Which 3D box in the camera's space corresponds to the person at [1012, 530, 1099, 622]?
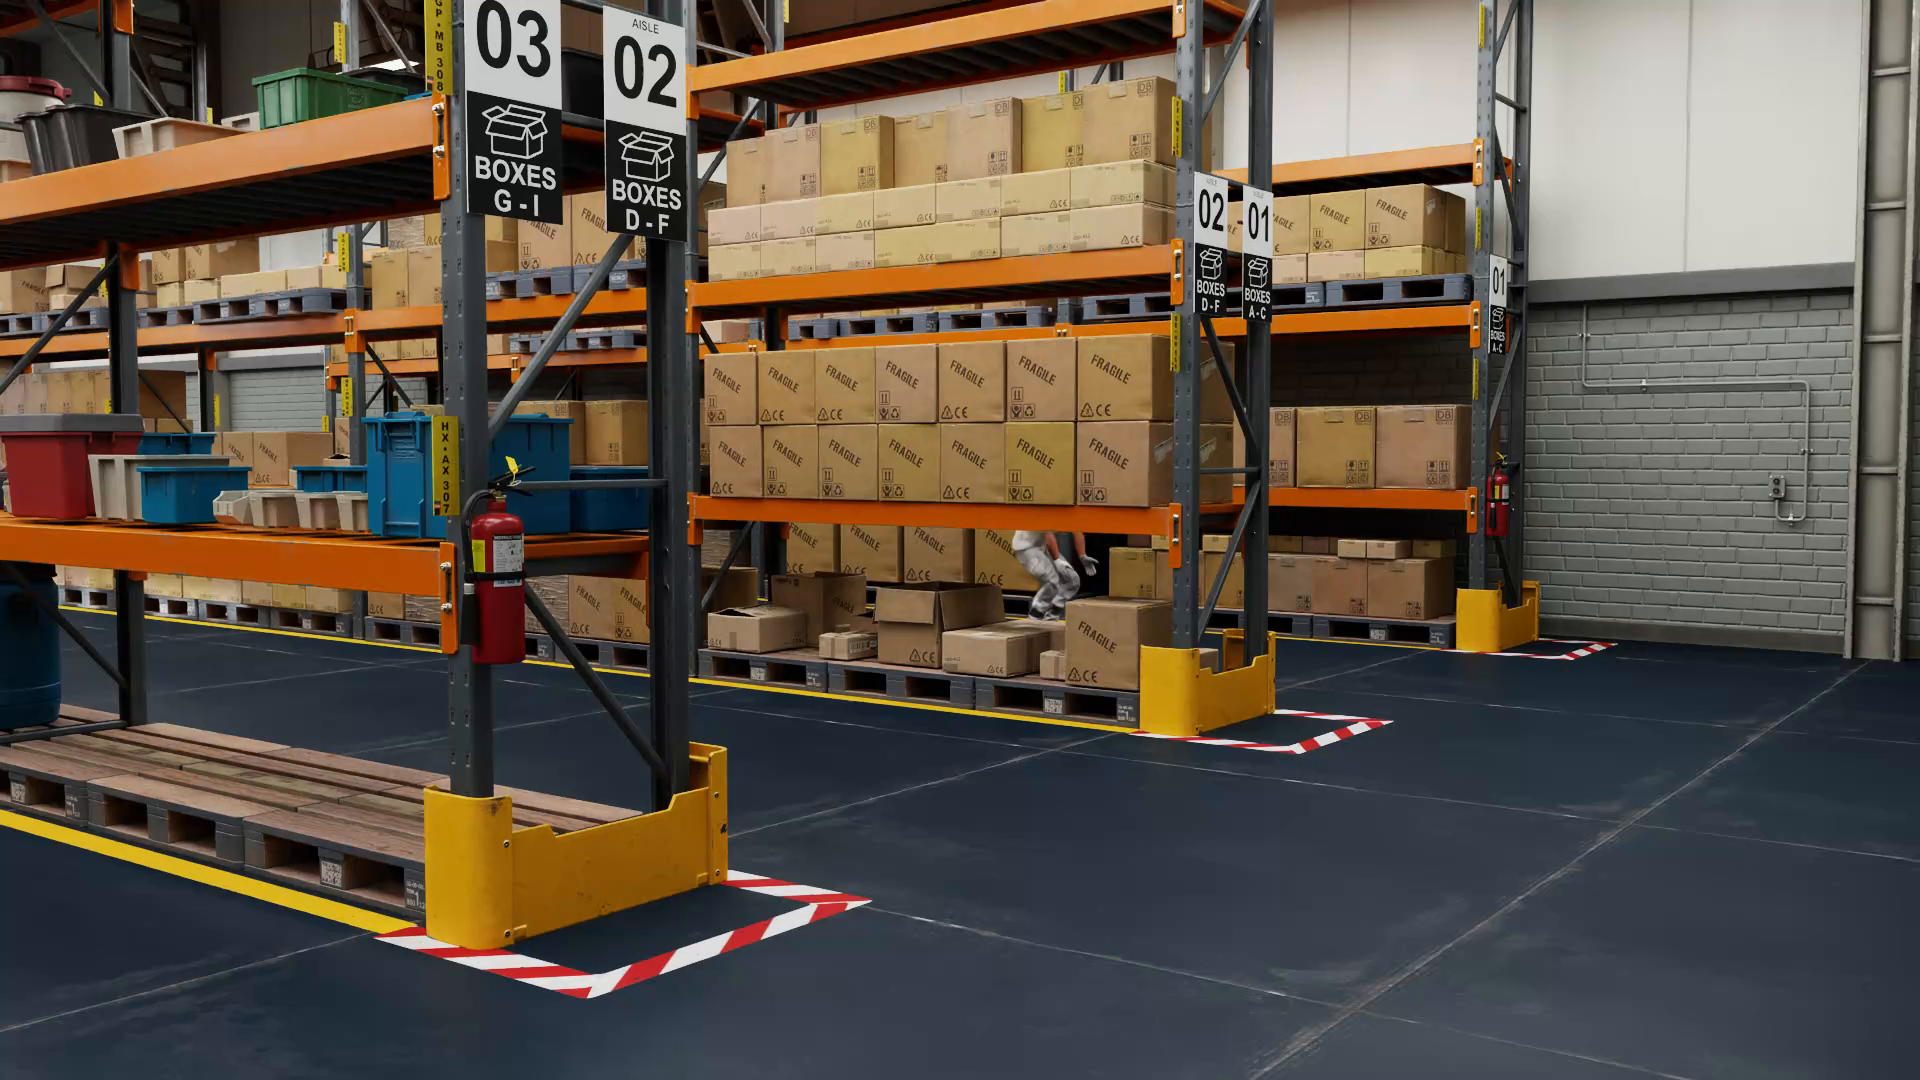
[{"bbox_3d":[0.862,0.124,14.835,0.766,1.409,0.584,2,4,36],"label":"person"}]
